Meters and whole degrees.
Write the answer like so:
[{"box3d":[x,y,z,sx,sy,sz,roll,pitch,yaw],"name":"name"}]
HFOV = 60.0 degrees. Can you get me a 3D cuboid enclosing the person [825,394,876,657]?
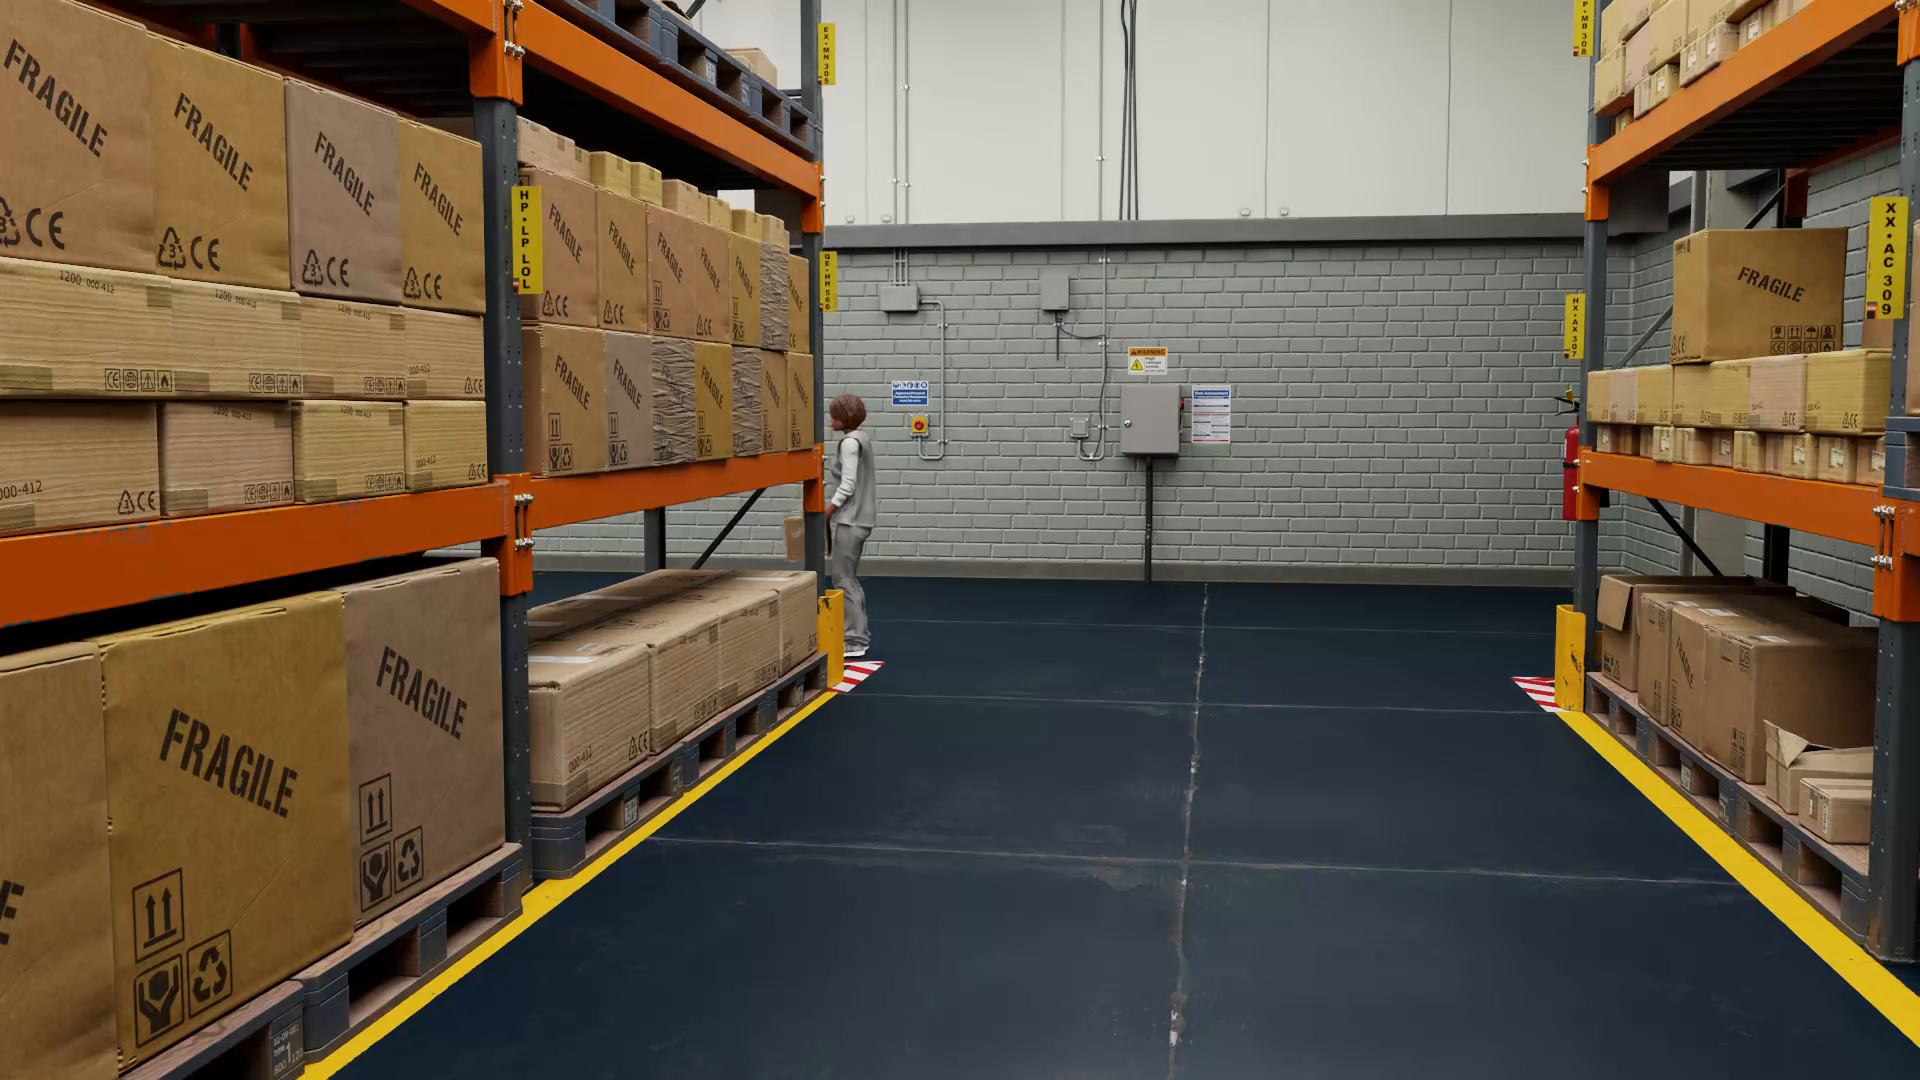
[{"box3d":[-0.704,-0.091,10.177,0.384,1.602,0.444,0,5,1],"name":"person"}]
